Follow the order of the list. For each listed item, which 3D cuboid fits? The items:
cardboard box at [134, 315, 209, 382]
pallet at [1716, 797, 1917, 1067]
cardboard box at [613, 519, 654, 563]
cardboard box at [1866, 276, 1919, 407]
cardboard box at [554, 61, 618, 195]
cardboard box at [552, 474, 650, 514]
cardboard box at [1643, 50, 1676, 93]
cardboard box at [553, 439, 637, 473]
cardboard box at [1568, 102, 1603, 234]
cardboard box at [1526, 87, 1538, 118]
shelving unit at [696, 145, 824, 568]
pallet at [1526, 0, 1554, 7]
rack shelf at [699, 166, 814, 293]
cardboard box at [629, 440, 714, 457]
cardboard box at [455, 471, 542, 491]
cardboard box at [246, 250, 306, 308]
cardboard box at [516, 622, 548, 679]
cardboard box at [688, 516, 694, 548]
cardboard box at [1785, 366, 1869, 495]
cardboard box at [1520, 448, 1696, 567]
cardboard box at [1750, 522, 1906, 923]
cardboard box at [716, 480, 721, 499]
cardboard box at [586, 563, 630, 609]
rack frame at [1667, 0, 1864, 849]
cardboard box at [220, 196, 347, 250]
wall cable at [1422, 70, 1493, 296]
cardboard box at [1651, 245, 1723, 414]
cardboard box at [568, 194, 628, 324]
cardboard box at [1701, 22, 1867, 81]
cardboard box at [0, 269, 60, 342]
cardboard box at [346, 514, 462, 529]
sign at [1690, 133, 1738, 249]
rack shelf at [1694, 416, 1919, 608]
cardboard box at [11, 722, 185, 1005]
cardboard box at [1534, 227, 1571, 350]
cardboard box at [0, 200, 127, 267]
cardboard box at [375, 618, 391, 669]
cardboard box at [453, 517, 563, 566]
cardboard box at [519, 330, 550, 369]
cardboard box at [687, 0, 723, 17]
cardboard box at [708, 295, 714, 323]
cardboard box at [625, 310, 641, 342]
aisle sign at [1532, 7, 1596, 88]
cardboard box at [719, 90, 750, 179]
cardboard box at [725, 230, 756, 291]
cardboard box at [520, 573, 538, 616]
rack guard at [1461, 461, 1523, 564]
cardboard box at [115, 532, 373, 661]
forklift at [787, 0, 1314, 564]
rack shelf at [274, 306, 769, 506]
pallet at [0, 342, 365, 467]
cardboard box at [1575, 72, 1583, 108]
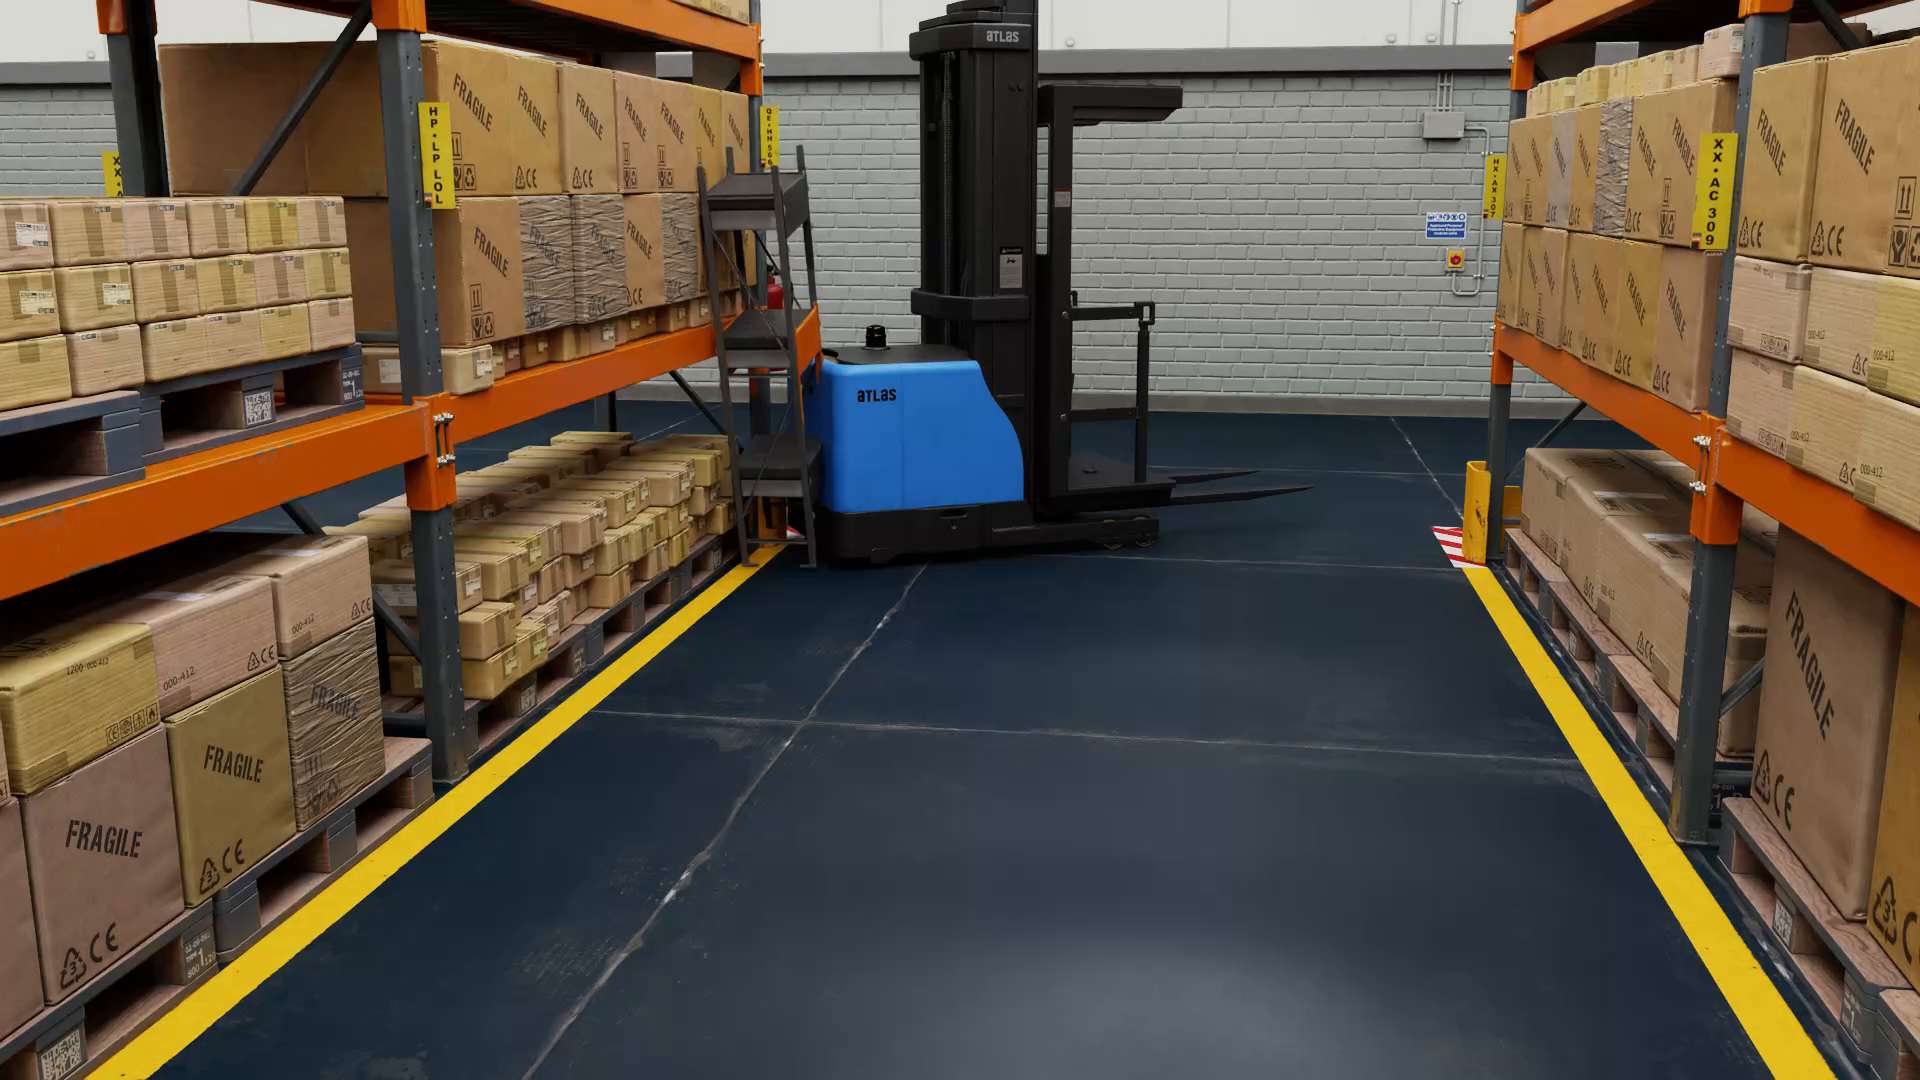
[{"bbox_3d":[-2.179,-0.495,4.270,0.380,0.149,0.250,1,12,6],"label":"cardboard box"},{"bbox_3d":[2.668,1.006,4.325,1.003,0.211,1.213,2,12,9],"label":"pallet"},{"bbox_3d":[-1.596,-0.003,7.451,0.380,0.149,0.250,2,12,9],"label":"cardboard box"},{"bbox_3d":[2.209,-0.395,3.377,0.500,0.250,0.500,2,12,9],"label":"cardboard box"},{"bbox_3d":[-1.712,-1.641,6.672,0.500,0.500,0.500,2,12,10],"label":"cardboard box"},{"bbox_3d":[-1.659,-0.207,7.693,0.380,0.149,0.250,1,12,7],"label":"cardboard box"},{"bbox_3d":[2.665,-1.659,5.921,0.380,0.149,0.250,2,12,8],"label":"cardboard box"},{"bbox_3d":[-1.919,-0.436,8.752,0.380,0.149,0.250,2,12,10],"label":"cardboard box"},{"bbox_3d":[2.752,-1.481,6.634,0.500,0.500,0.500,2,12,9],"label":"cardboard box"},{"bbox_3d":[2.999,-2.143,8.166,0.380,0.149,0.250,2,12,10],"label":"cardboard box"},{"bbox_3d":[-0.966,-0.918,8.541,0.431,2.100,0.503,1,24,9],"label":"shelving unit"},{"bbox_3d":[3.223,-2.621,7.627,1.003,0.211,1.213,2,12,9],"label":"pallet"},{"bbox_3d":[-1.001,-1.544,8.262,0.431,0.518,0.480,1,24,9],"label":"rack shelf"},{"bbox_3d":[-1.506,-0.426,8.708,0.380,0.149,0.250,2,12,10],"label":"cardboard box"},{"bbox_3d":[-2.179,-0.222,7.762,0.380,0.149,0.250,2,12,10],"label":"cardboard box"},{"bbox_3d":[-2.100,-0.744,4.717,0.380,0.149,0.250,2,12,9],"label":"cardboard box"},{"bbox_3d":[-1.780,0.408,6.251,0.380,0.149,0.250,2,12,10],"label":"cardboard box"},{"bbox_3d":[-1.545,-0.027,8.268,0.380,0.149,0.250,2,12,9],"label":"cardboard box"},{"bbox_3d":[2.305,-0.256,3.918,0.500,0.250,0.500,2,12,7],"label":"cardboard box"},{"bbox_3d":[3.325,-0.165,8.225,0.875,0.438,0.875,1,12,7],"label":"cardboard box"},{"bbox_3d":[2.696,0.445,4.357,0.875,0.875,0.875,2,12,10],"label":"cardboard box"},{"bbox_3d":[-1.472,-0.278,8.726,0.380,0.149,0.250,2,12,7],"label":"cardboard box"},{"bbox_3d":[-1.662,0.192,7.254,0.380,0.149,0.250,2,12,7],"label":"cardboard box"},{"bbox_3d":[2.712,-0.520,4.788,1.000,3.000,0.127,2,12,9],"label":"rack frame"},{"bbox_3d":[-2.063,-0.943,4.937,0.380,0.149,0.250,2,12,11],"label":"cardboard box"},{"bbox_3d":[4.171,-3.040,13.991,0.585,1.953,0.123,2,12,9],"label":"wall cable"},{"bbox_3d":[2.531,-0.674,5.264,0.500,0.500,0.500,2,12,9],"label":"cardboard box"},{"bbox_3d":[-1.687,-1.156,6.793,0.500,0.500,0.500,2,12,7],"label":"cardboard box"},{"bbox_3d":[2.445,-1.450,4.949,0.380,0.149,0.250,2,12,7],"label":"cardboard box"},{"bbox_3d":[-2.260,-0.524,3.698,0.380,0.149,0.250,2,12,9],"label":"cardboard box"},{"bbox_3d":[-2.249,-0.003,6.744,0.380,0.149,0.250,2,12,11],"label":"cardboard box"},{"bbox_3d":[2.163,-1.000,4.770,0.100,0.325,0.005,2,12,9],"label":"sign"},{"bbox_3d":[2.404,0.248,2.932,1.077,0.370,4.000,2,12,9],"label":"rack shelf"},{"bbox_3d":[-2.222,0.733,3.911,0.500,0.500,0.500,2,12,7],"label":"cardboard box"},{"bbox_3d":[2.823,-1.100,7.239,0.500,0.500,0.500,2,12,8],"label":"cardboard box"},{"bbox_3d":[-2.227,-0.728,3.938,0.380,0.149,0.250,1,12,7],"label":"cardboard box"},{"bbox_3d":[-2.348,0.385,6.359,0.380,0.149,0.250,2,12,10],"label":"cardboard box"},{"bbox_3d":[-1.828,0.008,6.694,0.380,0.149,0.250,2,12,7],"label":"cardboard box"},{"bbox_3d":[-1.825,-0.755,6.473,0.380,0.149,0.250,1,12,6],"label":"cardboard box"},{"bbox_3d":[-1.459,-2.676,8.025,0.500,0.250,0.500,2,12,9],"label":"cardboard box"},{"bbox_3d":[-1.449,-1.189,8.488,0.380,0.149,0.250,2,12,8],"label":"cardboard box"},{"bbox_3d":[-1.660,-0.972,7.478,0.380,0.149,0.250,2,12,10],"label":"cardboard box"},{"bbox_3d":[3.052,-2.648,8.491,0.394,0.787,0.004,2,12,9],"label":"aisle sign"},{"bbox_3d":[-1.404,-2.072,8.672,0.500,0.500,0.500,2,12,7],"label":"cardboard box"},{"bbox_3d":[-1.394,-1.585,8.784,0.500,0.500,0.500,2,12,10],"label":"cardboard box"},{"bbox_3d":[-1.871,0.211,6.460,0.380,0.149,0.250,2,12,8],"label":"cardboard box"},{"bbox_3d":[3.331,-0.136,8.938,1.175,0.500,0.348,2,12,9],"label":"rack guard"},{"bbox_3d":[-2.059,0.154,4.817,0.500,0.250,0.500,2,12,7],"label":"cardboard box"},{"bbox_3d":[0.580,-1.481,9.407,3.031,2.935,1.130,-5,13,-21],"label":"forklift"},{"bbox_3d":[-1.887,-0.724,7.442,1.077,0.370,4.000,2,12,9],"label":"rack shelf"},{"bbox_3d":[-2.456,-0.412,4.738,1.003,0.211,1.213,2,12,9],"label":"pallet"},{"bbox_3d":[2.785,-1.873,6.915,0.380,0.149,0.250,2,12,9],"label":"cardboard box"}]
